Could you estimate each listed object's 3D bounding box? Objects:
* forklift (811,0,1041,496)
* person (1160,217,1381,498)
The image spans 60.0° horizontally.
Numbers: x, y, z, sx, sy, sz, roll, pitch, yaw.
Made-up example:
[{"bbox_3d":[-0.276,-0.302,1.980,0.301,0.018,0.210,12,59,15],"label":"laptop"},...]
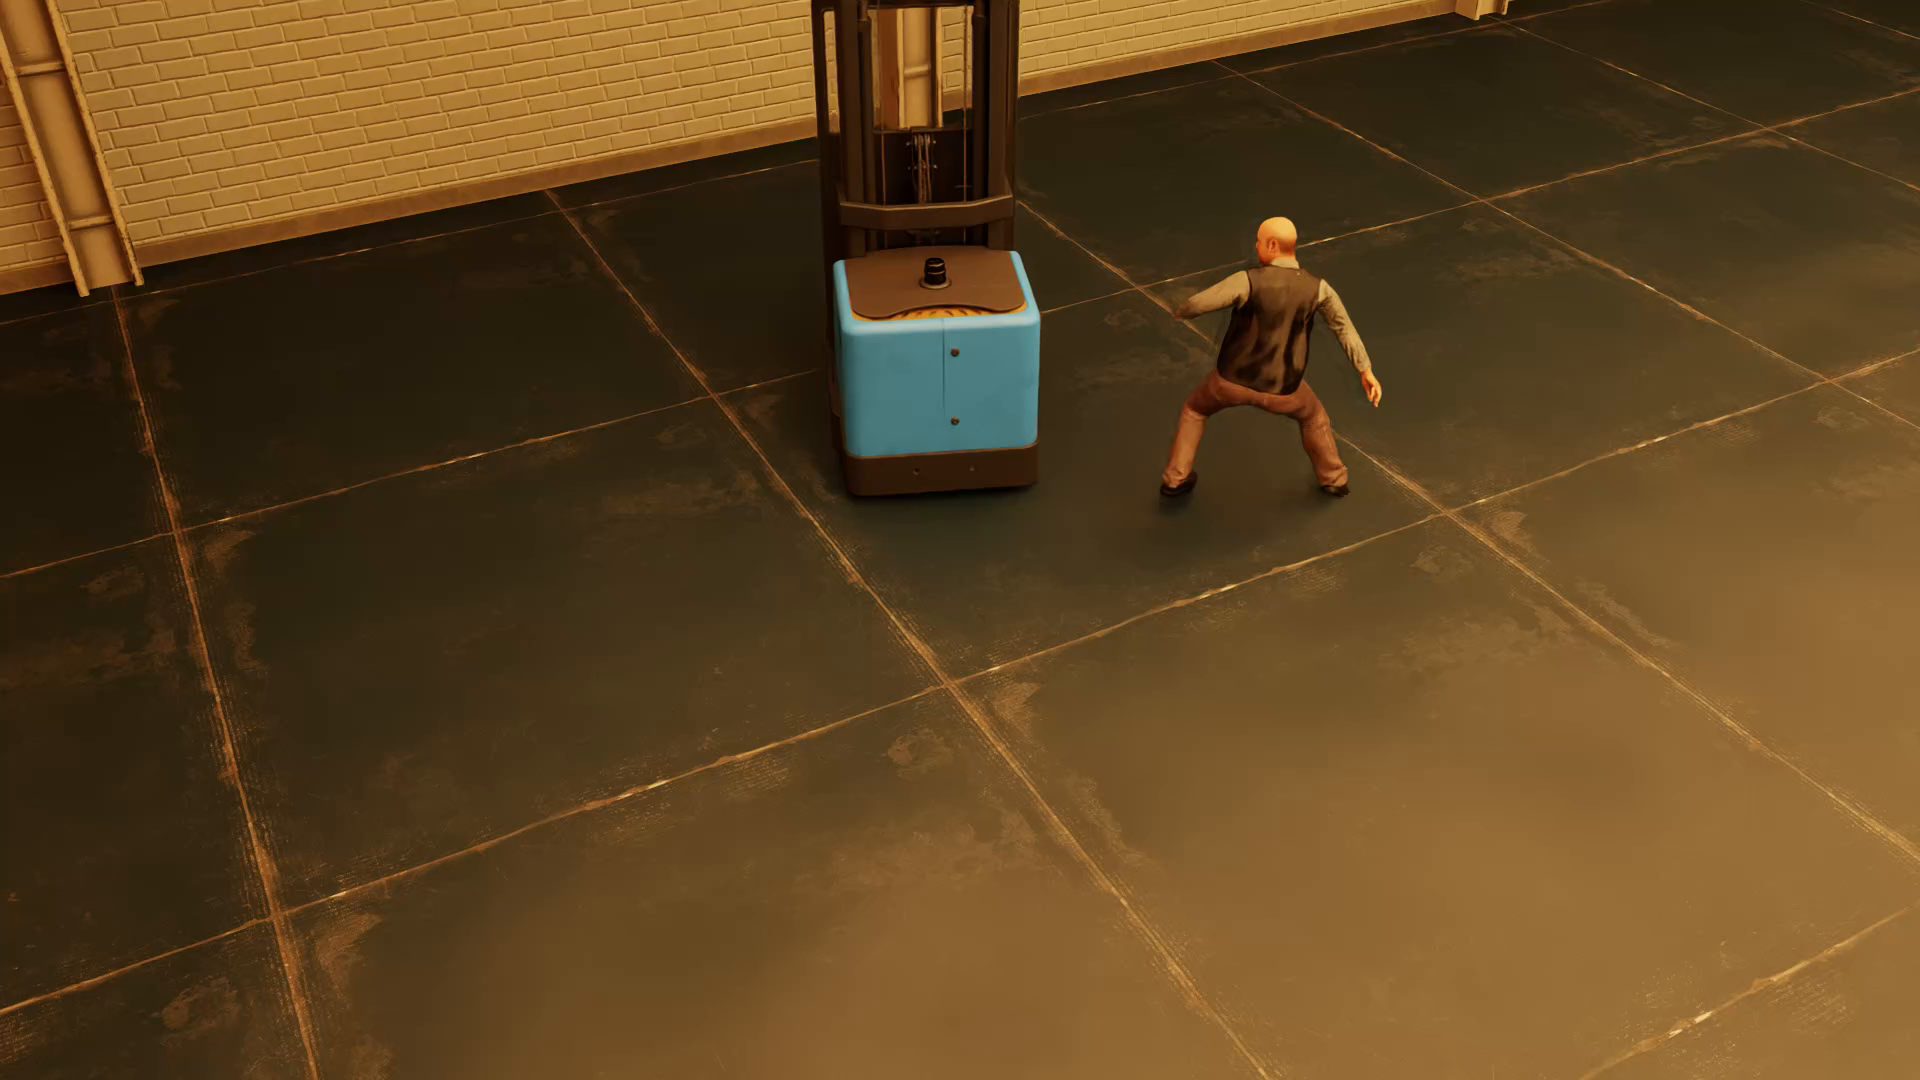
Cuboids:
[{"bbox_3d":[-0.263,-2.269,9.332,1.130,2.935,3.031,-4,35,-6],"label":"forklift"},{"bbox_3d":[1.614,-0.829,8.584,1.068,1.679,0.564,6,36,9],"label":"person"}]
